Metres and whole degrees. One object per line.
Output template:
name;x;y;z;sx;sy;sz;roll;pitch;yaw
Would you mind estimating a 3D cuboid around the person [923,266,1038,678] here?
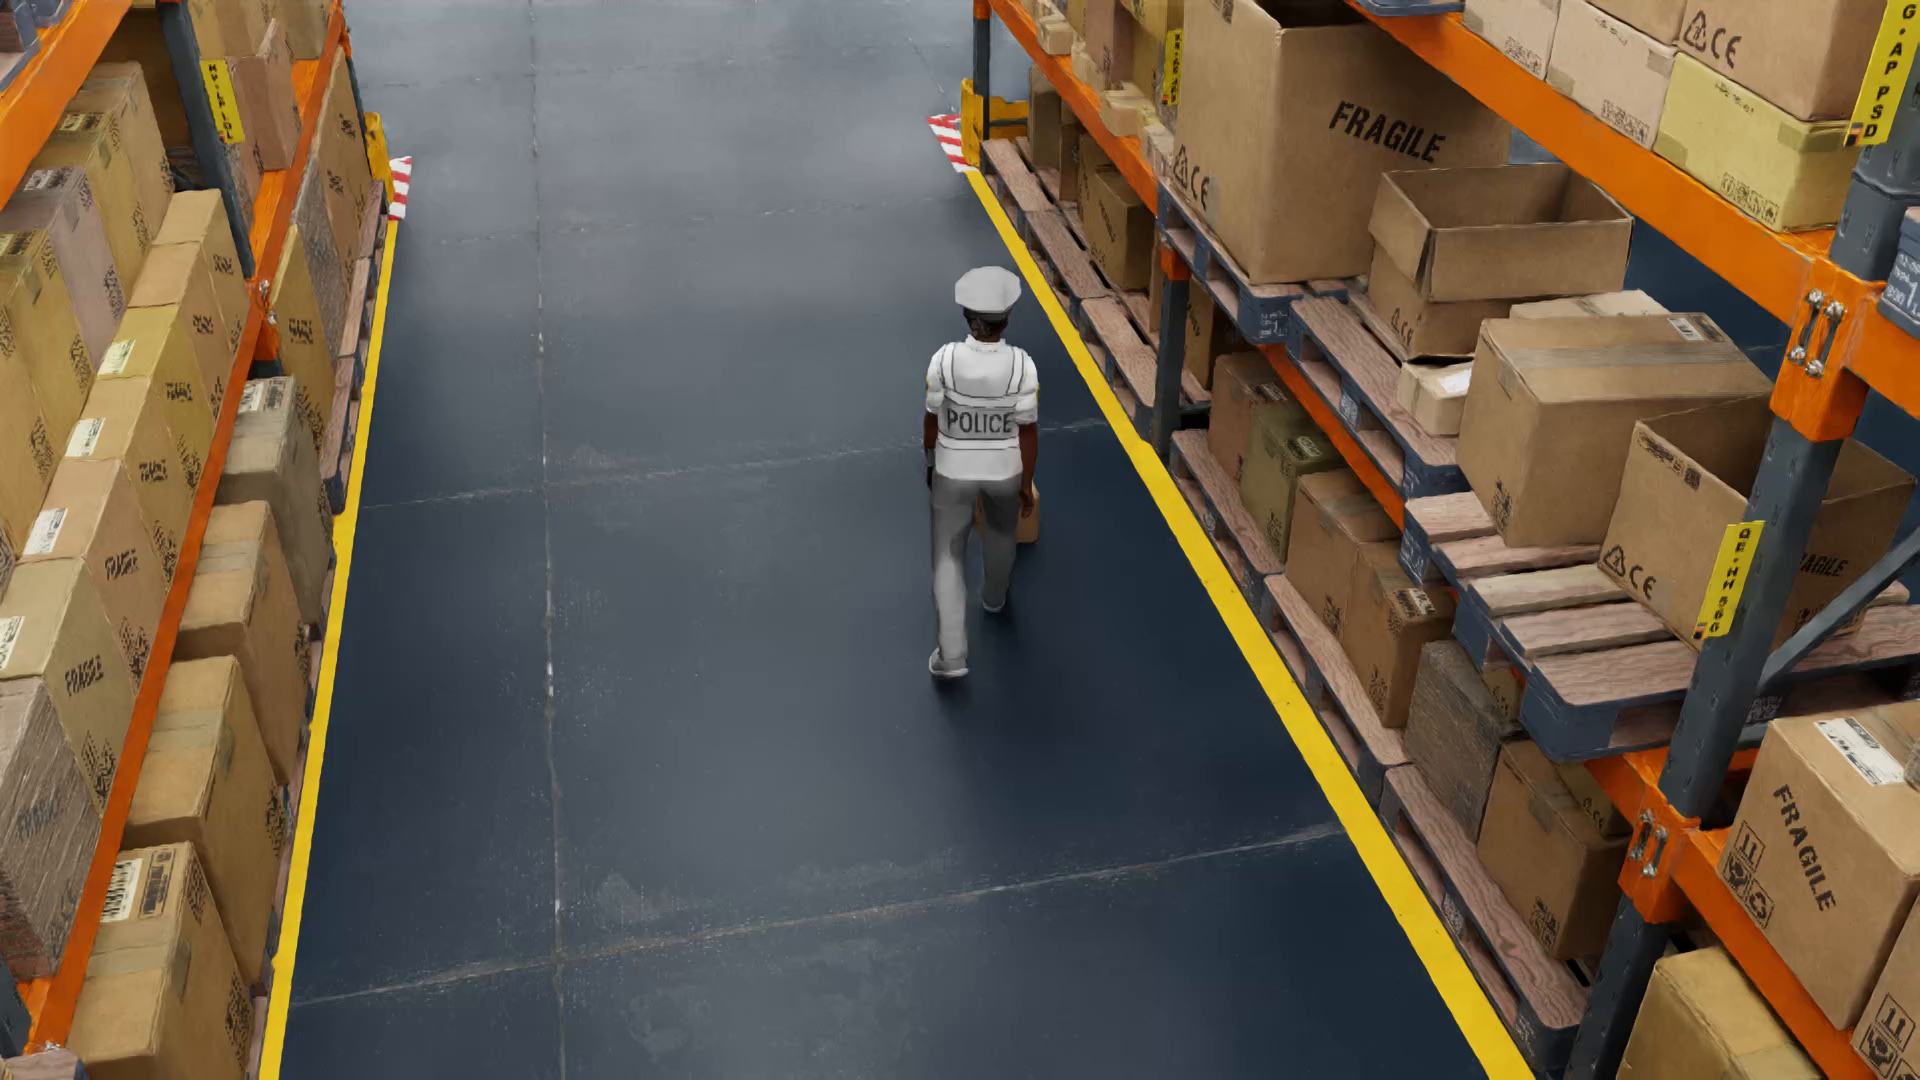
person;0.078;-0.268;6.525;0.441;1.645;0.917;-2;35;-3
